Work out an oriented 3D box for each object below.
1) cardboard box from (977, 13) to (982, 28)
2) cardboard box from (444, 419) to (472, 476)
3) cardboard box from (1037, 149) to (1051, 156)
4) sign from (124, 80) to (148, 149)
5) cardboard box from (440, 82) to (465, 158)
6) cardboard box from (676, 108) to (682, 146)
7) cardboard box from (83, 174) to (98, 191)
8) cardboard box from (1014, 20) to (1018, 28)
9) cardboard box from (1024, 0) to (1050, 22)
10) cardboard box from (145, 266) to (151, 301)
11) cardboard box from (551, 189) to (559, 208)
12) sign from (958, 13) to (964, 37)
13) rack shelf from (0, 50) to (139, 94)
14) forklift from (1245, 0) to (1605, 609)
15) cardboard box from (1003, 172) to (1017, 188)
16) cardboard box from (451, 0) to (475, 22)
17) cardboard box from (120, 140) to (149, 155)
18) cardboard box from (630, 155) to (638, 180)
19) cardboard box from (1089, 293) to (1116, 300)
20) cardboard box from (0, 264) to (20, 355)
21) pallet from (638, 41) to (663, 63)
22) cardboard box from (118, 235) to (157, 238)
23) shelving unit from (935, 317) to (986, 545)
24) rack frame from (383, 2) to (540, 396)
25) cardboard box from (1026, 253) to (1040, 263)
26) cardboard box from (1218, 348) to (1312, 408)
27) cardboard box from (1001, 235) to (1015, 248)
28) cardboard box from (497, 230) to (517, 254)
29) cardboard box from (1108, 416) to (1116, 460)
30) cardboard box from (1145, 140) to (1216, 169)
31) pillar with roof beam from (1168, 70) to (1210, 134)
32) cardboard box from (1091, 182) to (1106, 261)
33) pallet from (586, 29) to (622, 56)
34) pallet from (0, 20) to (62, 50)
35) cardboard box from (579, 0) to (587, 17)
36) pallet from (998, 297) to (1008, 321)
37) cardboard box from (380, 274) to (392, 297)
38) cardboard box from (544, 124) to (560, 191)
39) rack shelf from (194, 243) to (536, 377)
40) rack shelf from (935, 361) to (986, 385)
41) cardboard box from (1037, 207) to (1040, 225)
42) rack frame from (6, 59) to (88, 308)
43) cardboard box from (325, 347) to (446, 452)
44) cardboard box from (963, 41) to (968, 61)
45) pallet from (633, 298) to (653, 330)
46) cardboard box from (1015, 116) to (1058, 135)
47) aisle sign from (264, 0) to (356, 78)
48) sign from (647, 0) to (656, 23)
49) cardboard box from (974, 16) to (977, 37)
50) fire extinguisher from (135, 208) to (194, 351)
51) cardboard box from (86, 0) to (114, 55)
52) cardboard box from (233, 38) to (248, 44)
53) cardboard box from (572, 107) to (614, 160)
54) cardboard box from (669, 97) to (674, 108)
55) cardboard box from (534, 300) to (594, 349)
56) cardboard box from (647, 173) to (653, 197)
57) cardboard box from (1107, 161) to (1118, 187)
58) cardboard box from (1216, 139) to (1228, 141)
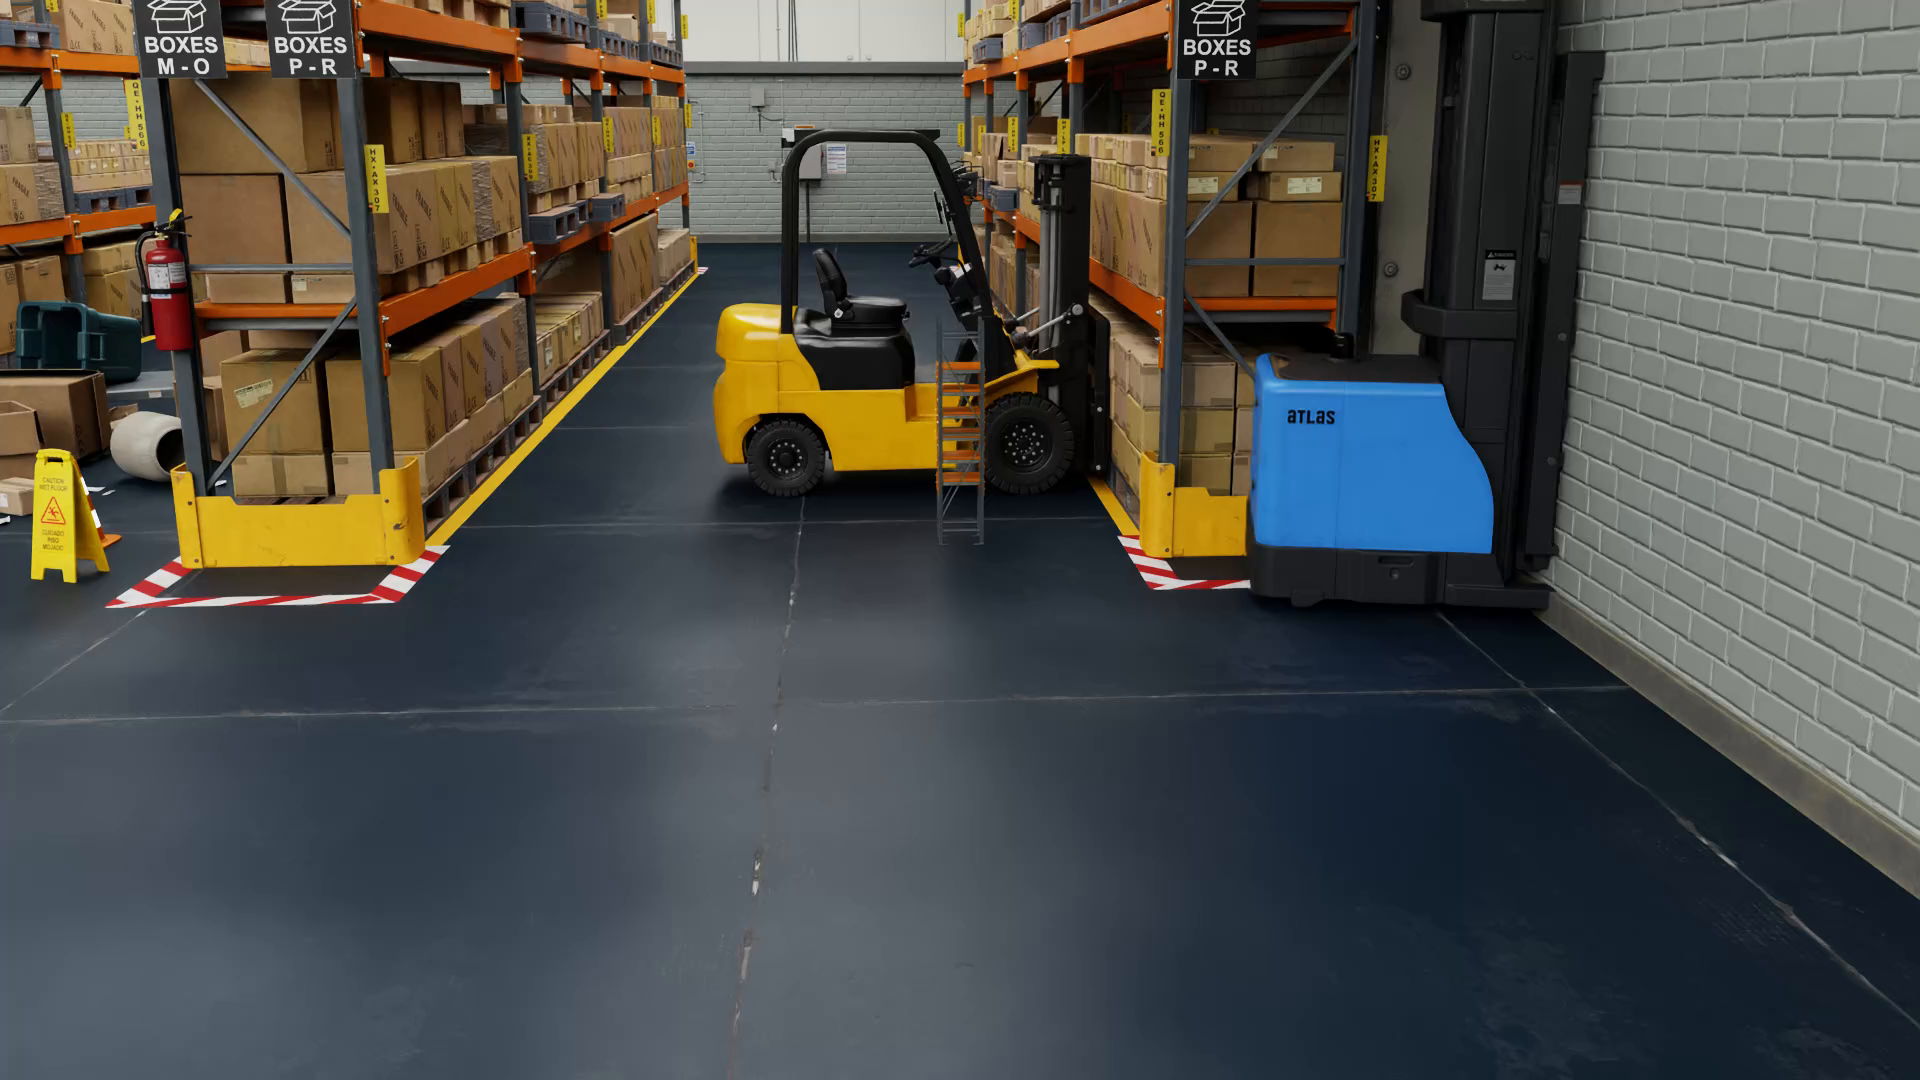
[{"bbox_3d":[0.389,-6.048,19.356,0.380,0.149,0.250,0,14,-2],"label":"cardboard box"},{"bbox_3d":[-3.200,-0.544,9.795,0.500,0.250,0.500,0,14,-1],"label":"cardboard box"},{"bbox_3d":[0.859,-3.238,14.091,0.380,0.149,0.250,-1,14,-5],"label":"cardboard box"},{"bbox_3d":[-3.957,-2.050,8.017,0.100,0.325,0.005,-1,14,-3],"label":"sign"},{"bbox_3d":[-3.839,-2.899,11.468,0.700,0.500,0.500,-1,14,-4],"label":"cardboard box"},{"bbox_3d":[-4.064,-5.606,22.588,0.500,0.500,0.500,-1,14,-3],"label":"cardboard box"},{"bbox_3d":[-8.674,-3.491,16.235,0.380,0.149,0.250,0,14,-1],"label":"cardboard box"},{"bbox_3d":[0.748,-5.256,16.917,0.380,0.149,0.250,-1,14,-3],"label":"cardboard box"},{"bbox_3d":[0.858,-4.976,15.083,0.500,0.500,0.500,-1,14,-3],"label":"cardboard box"},{"bbox_3d":[-8.692,-2.653,17.492,0.500,0.500,0.500,-1,14,-5],"label":"cardboard box"},{"bbox_3d":[-3.443,-2.755,13.375,0.380,0.149,0.250,-1,14,-3],"label":"cardboard box"},{"bbox_3d":[0.019,-7.264,23.466,0.100,0.325,0.005,-1,14,-3],"label":"sign"},{"bbox_3d":[-8.956,-4.830,17.202,1.077,0.370,4.000,-1,14,-3],"label":"rack shelf"},{"bbox_3d":[2.923,-1.167,7.680,3.031,2.935,1.130,2,15,7],"label":"forklift"},{"bbox_3d":[0.633,-3.646,16.840,0.380,0.149,0.250,-1,14,-2],"label":"cardboard box"},{"bbox_3d":[-3.276,-3.336,10.456,0.380,0.149,0.250,0,14,-2],"label":"cardboard box"},{"bbox_3d":[-8.780,-4.172,17.688,0.380,0.149,0.250,-2,15,-6],"label":"cardboard box"},{"bbox_3d":[-3.750,-4.008,17.881,0.500,0.250,0.500,-1,14,-2],"label":"cardboard box"},{"bbox_3d":[1.021,-1.643,12.062,0.500,0.250,0.500,-1,14,-4],"label":"cardboard box"},{"bbox_3d":[-8.826,-1.972,14.342,1.050,0.750,0.750,-1,14,-3],"label":"cardboard box"},{"bbox_3d":[-4.185,-5.938,20.242,1.003,0.211,1.213,-1,14,-3],"label":"pallet"},{"bbox_3d":[-8.716,-3.138,17.872,0.500,0.250,0.500,-2,15,-6],"label":"cardboard box"},{"bbox_3d":[0.001,-0.577,8.863,0.258,1.200,0.189,-1,14,-3],"label":"shelving unit"},{"bbox_3d":[-3.650,-2.335,12.081,1.000,3.000,0.127,-1,14,-3],"label":"rack frame"},{"bbox_3d":[0.773,-2.833,16.889,0.380,0.149,0.250,-2,15,-6],"label":"cardboard box"},{"bbox_3d":[1.711,-0.896,9.158,0.500,0.250,0.500,-1,14,-4],"label":"cardboard box"},{"bbox_3d":[0.687,-3.484,19.420,0.380,0.149,0.250,-2,15,-6],"label":"cardboard box"},{"bbox_3d":[-3.303,-2.076,11.579,0.380,0.149,0.250,-1,14,-2],"label":"cardboard box"},{"bbox_3d":[1.164,-0.650,10.207,0.500,0.250,0.500,-1,14,-3],"label":"cardboard box"},{"bbox_3d":[1.230,-2.135,9.207,0.380,0.149,0.250,-1,14,-2],"label":"cardboard box"},{"bbox_3d":[-2.260,-5.936,14.037,9.100,9.000,0.400,-1,14,-3],"label":"pillar with roof beam"},{"bbox_3d":[1.153,-2.091,10.933,0.500,0.500,0.500,-1,14,-4],"label":"cardboard box"},{"bbox_3d":[-3.990,-4.850,16.216,1.213,0.211,1.003,0,14,-1],"label":"pallet"},{"bbox_3d":[-8.739,-4.430,14.583,1.213,0.211,1.003,0,14,-1],"label":"pallet"},{"bbox_3d":[-4.380,-5.805,18.506,0.500,0.500,0.500,-1,14,-4],"label":"cardboard box"},{"bbox_3d":[0.975,-2.546,18.497,1.003,0.211,1.213,-1,14,-3],"label":"pallet"},{"bbox_3d":[-3.246,-1.369,8.830,0.380,0.149,0.250,-1,14,-3],"label":"cardboard box"},{"bbox_3d":[-3.424,-2.976,12.933,0.500,0.500,0.500,-1,14,-3],"label":"cardboard box"},{"bbox_3d":[-3.526,-1.489,10.237,1.077,0.370,4.000,-1,14,-3],"label":"rack shelf"},{"bbox_3d":[0.001,-0.883,8.784,0.258,0.103,0.180,-1,14,-3],"label":"rack shelf"},{"bbox_3d":[0.936,-2.838,14.338,0.500,0.250,0.500,0,14,-2],"label":"cardboard box"},{"bbox_3d":[-8.832,-3.228,15.553,1.000,3.000,0.127,-1,14,-3],"label":"rack frame"},{"bbox_3d":[-3.178,-0.786,9.231,0.500,0.500,0.500,-1,14,-5],"label":"cardboard box"},{"bbox_3d":[0.316,-6.806,23.144,0.500,0.250,0.500,-1,14,-4],"label":"cardboard box"},{"bbox_3d":[-3.944,-2.479,18.238,1.003,0.211,1.213,-1,14,-3],"label":"pallet"},{"bbox_3d":[0.982,-5.211,21.459,0.500,0.500,0.500,-1,14,-5],"label":"cardboard box"},{"bbox_3d":[-3.089,-2.588,7.849,0.394,0.787,0.004,-1,14,-3],"label":"aisle sign"},{"bbox_3d":[-3.604,-6.191,19.378,0.100,0.325,0.005,-1,14,-3],"label":"sign"},{"bbox_3d":[0.437,-6.671,21.613,0.500,0.250,0.500,0,14,-2],"label":"cardboard box"},{"bbox_3d":[-3.855,-1.267,8.086,0.296,0.674,0.183,-1,14,-3],"label":"fire extinguisher"},{"bbox_3d":[-8.640,-4.999,16.217,0.500,0.500,0.500,-1,14,-3],"label":"cardboard box"},{"bbox_3d":[-8.896,-6.092,19.963,0.500,0.250,0.500,-1,14,-4],"label":"cardboard box"},{"bbox_3d":[-3.684,-3.989,16.302,0.500,0.500,0.500,-1,14,-5],"label":"cardboard box"},{"bbox_3d":[-4.057,-5.891,22.393,0.380,0.149,0.250,-1,14,-2],"label":"cardboard box"},{"bbox_3d":[-3.819,-1.936,14.963,0.950,0.372,0.625,-1,14,-5],"label":"cardboard box"},{"bbox_3d":[-3.866,-4.144,19.414,0.500,0.250,0.500,-1,14,-5],"label":"cardboard box"},{"bbox_3d":[1.137,-2.307,10.469,0.380,0.149,0.250,-1,14,-5],"label":"cardboard box"},{"bbox_3d":[1.690,-2.269,9.726,0.380,0.149,0.250,0,14,-2],"label":"cardboard box"}]
